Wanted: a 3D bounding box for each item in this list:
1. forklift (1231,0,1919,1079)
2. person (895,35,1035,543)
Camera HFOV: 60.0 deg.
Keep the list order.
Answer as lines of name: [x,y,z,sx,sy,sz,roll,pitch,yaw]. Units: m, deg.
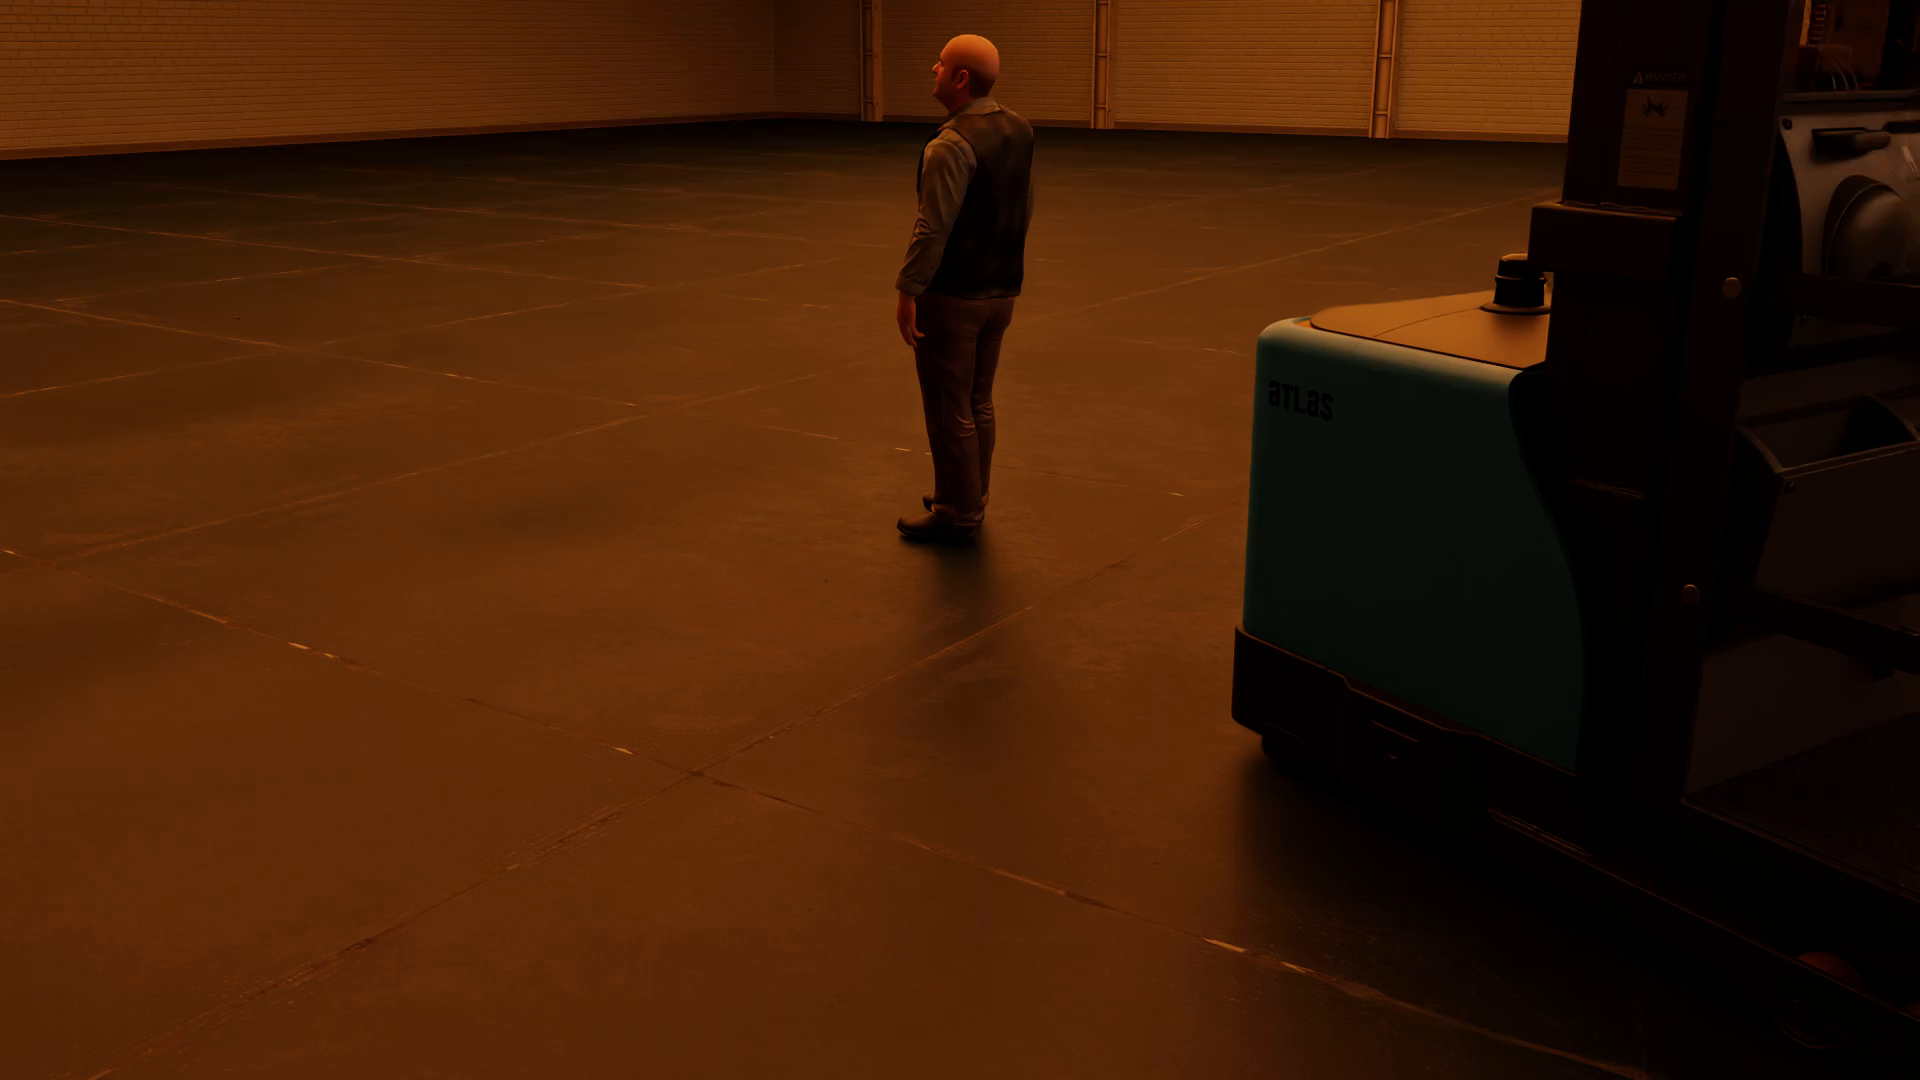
forklift: [1.898,-0.611,2.877,1.130,2.935,3.031,-10,19,-31]
person: [-0.048,-0.843,5.740,0.566,1.722,0.633,11,20,33]
